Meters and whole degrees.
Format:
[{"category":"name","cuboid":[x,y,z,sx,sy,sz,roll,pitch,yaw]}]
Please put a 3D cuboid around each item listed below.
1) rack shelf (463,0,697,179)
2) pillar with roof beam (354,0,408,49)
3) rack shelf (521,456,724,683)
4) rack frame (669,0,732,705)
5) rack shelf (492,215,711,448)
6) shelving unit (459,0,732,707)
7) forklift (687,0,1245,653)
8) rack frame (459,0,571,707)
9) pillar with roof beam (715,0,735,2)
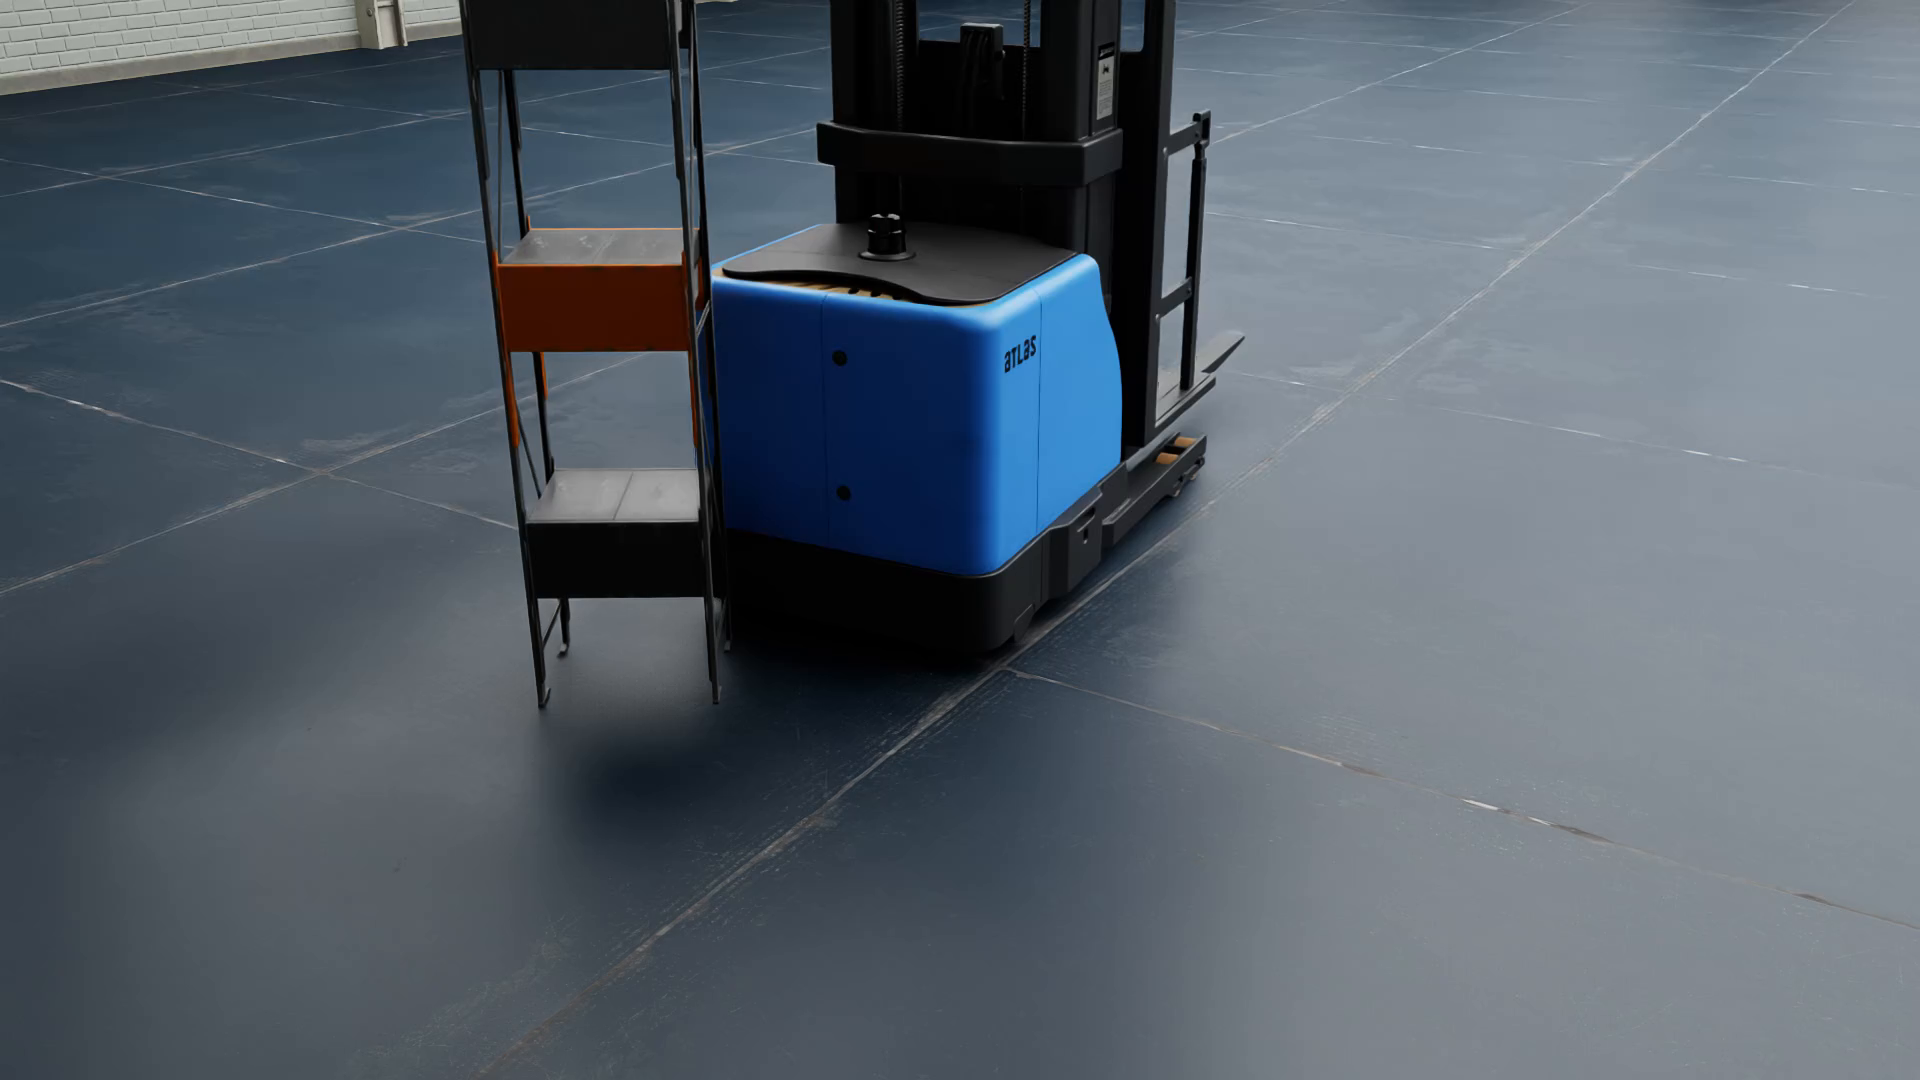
[{"category":"rack shelf","cuboid":[-0.929,-1.203,4.149,0.480,0.518,0.431,0,24,-2]},{"category":"pillar with roof beam","cuboid":[-2.675,-8.655,14.416,9.100,9.000,0.400,14,27,29]},{"category":"rack shelf","cuboid":[-0.935,0.077,4.718,0.480,0.518,0.431,0,24,-2]},{"category":"rack frame","cuboid":[-0.688,-0.577,4.434,0.015,2.100,0.400,0,24,-2]},{"category":"rack shelf","cuboid":[-0.932,-0.563,4.433,0.480,0.518,0.431,0,24,-2]},{"category":"shelving unit","cuboid":[-0.932,-0.575,4.428,0.503,2.100,0.431,0,24,-2]},{"category":"forklift","cuboid":[0.278,-1.569,5.684,1.130,2.935,3.031,11,26,24]},{"category":"rack frame","cuboid":[-1.176,-0.573,4.421,0.015,2.100,0.400,0,24,-2]},{"category":"pillar with roof beam","cuboid":[0.490,-10.680,19.094,9.100,9.000,0.400,14,27,29]}]
